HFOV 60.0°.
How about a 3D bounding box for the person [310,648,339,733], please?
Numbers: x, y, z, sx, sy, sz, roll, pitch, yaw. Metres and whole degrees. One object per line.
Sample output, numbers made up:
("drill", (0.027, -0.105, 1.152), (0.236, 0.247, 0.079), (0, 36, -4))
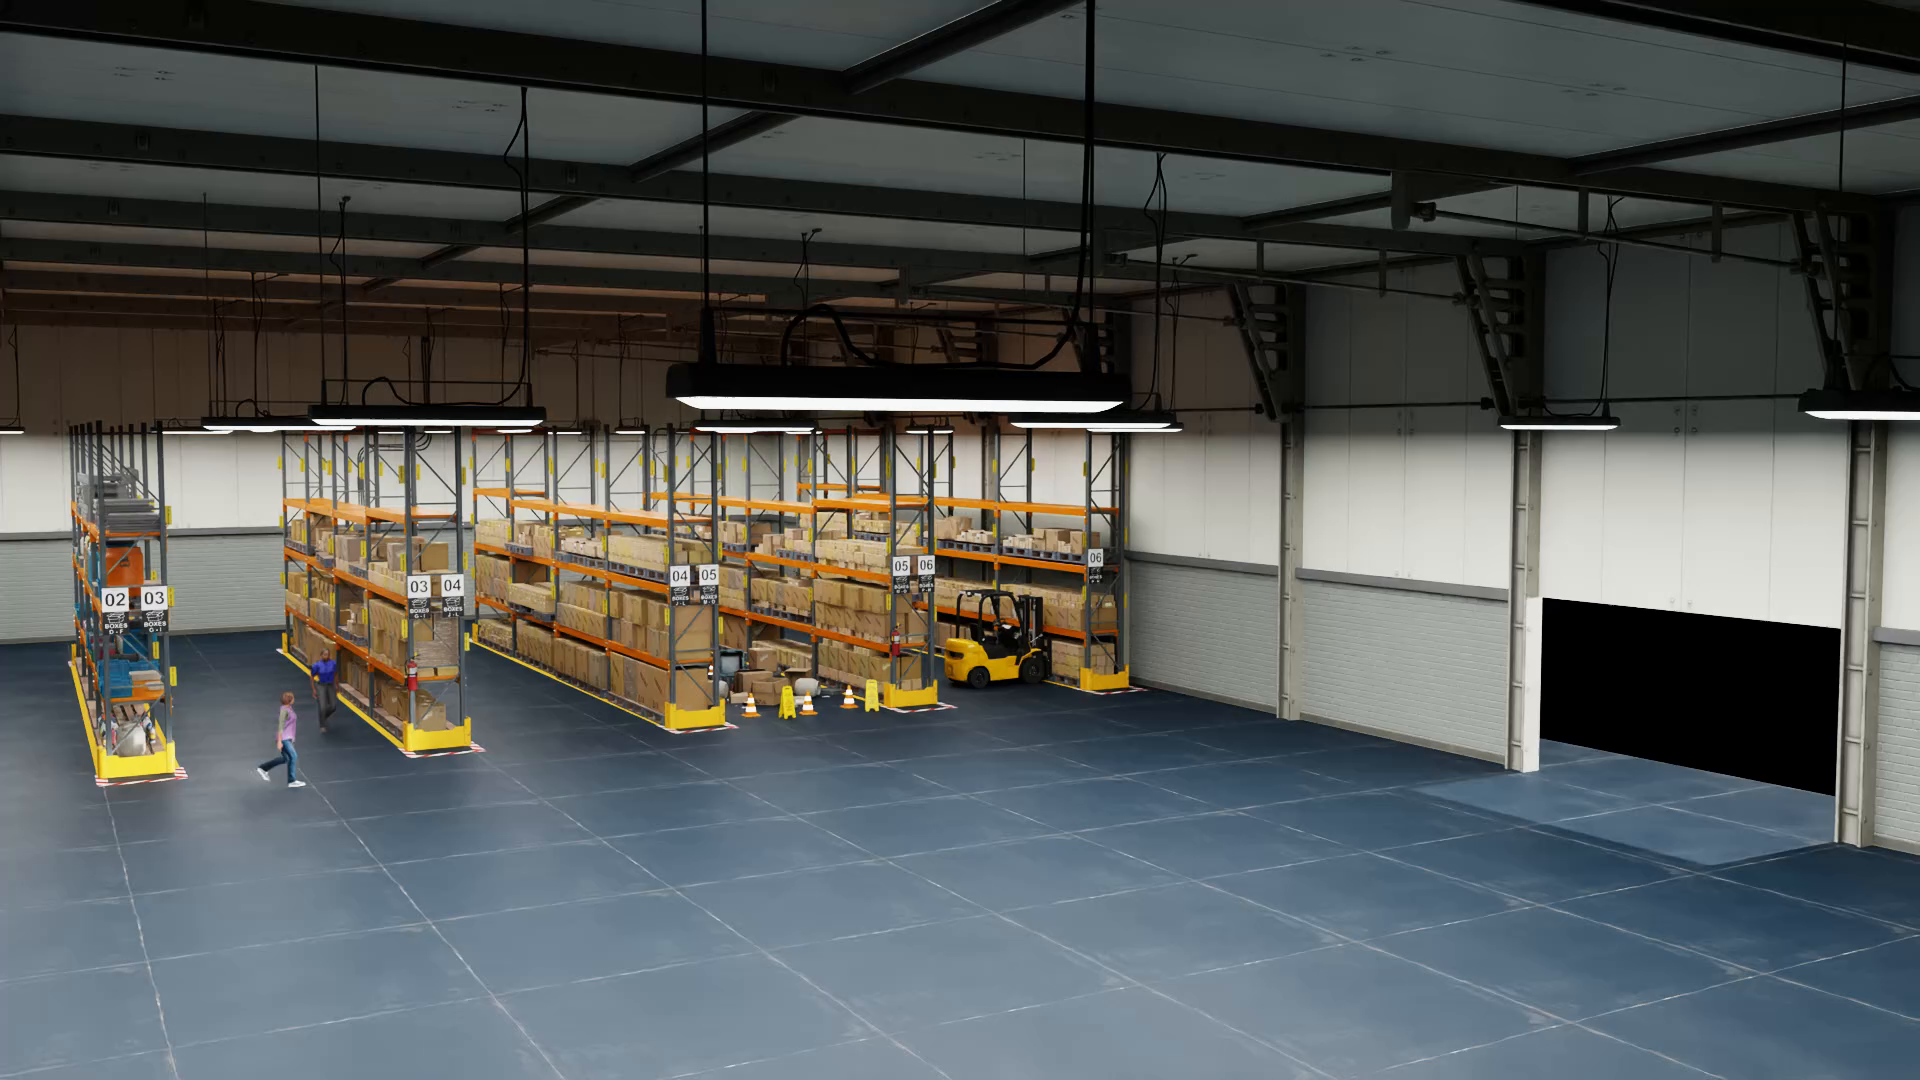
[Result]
("person", (-12.412, 2.911, 32.460), (0.540, 1.640, 0.534), (-3, 4, -38))

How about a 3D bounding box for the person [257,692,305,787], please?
("person", (-11.105, 3.249, 27.155), (0.795, 1.558, 0.452), (0, 4, -4))
